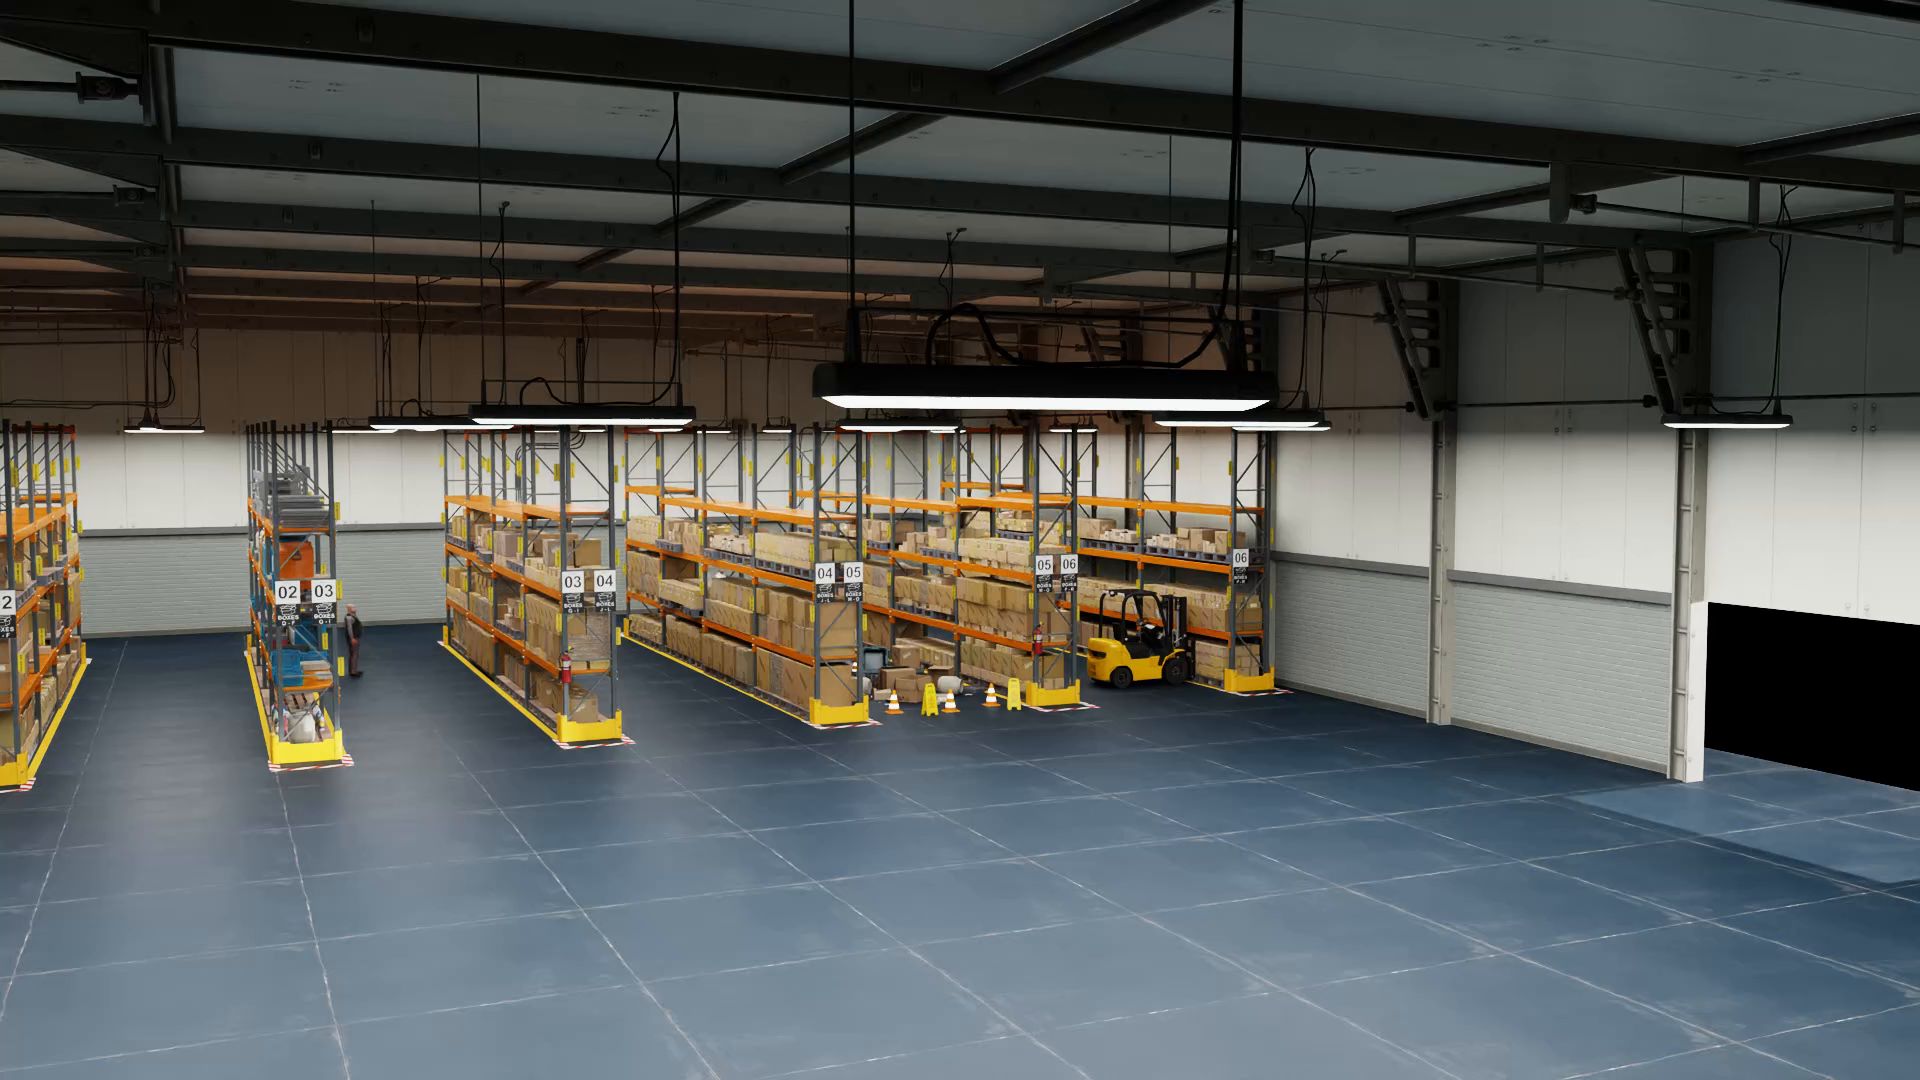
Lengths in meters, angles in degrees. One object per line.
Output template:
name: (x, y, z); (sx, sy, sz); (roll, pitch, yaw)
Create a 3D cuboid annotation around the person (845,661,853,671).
person: (-2.788, 2.358, 40.268); (0.537, 1.681, 0.375); (3, 5, 43)

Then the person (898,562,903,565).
person: (-1.874, 1.555, 52.496); (0.566, 1.752, 0.521); (-2, 4, -28)

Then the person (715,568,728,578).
person: (-7.570, 1.614, 52.748); (0.999, 1.620, 0.547); (1, 4, 9)

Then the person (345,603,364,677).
person: (-14.474, 2.392, 39.752); (0.429, 1.747, 0.597); (-2, 4, -23)
